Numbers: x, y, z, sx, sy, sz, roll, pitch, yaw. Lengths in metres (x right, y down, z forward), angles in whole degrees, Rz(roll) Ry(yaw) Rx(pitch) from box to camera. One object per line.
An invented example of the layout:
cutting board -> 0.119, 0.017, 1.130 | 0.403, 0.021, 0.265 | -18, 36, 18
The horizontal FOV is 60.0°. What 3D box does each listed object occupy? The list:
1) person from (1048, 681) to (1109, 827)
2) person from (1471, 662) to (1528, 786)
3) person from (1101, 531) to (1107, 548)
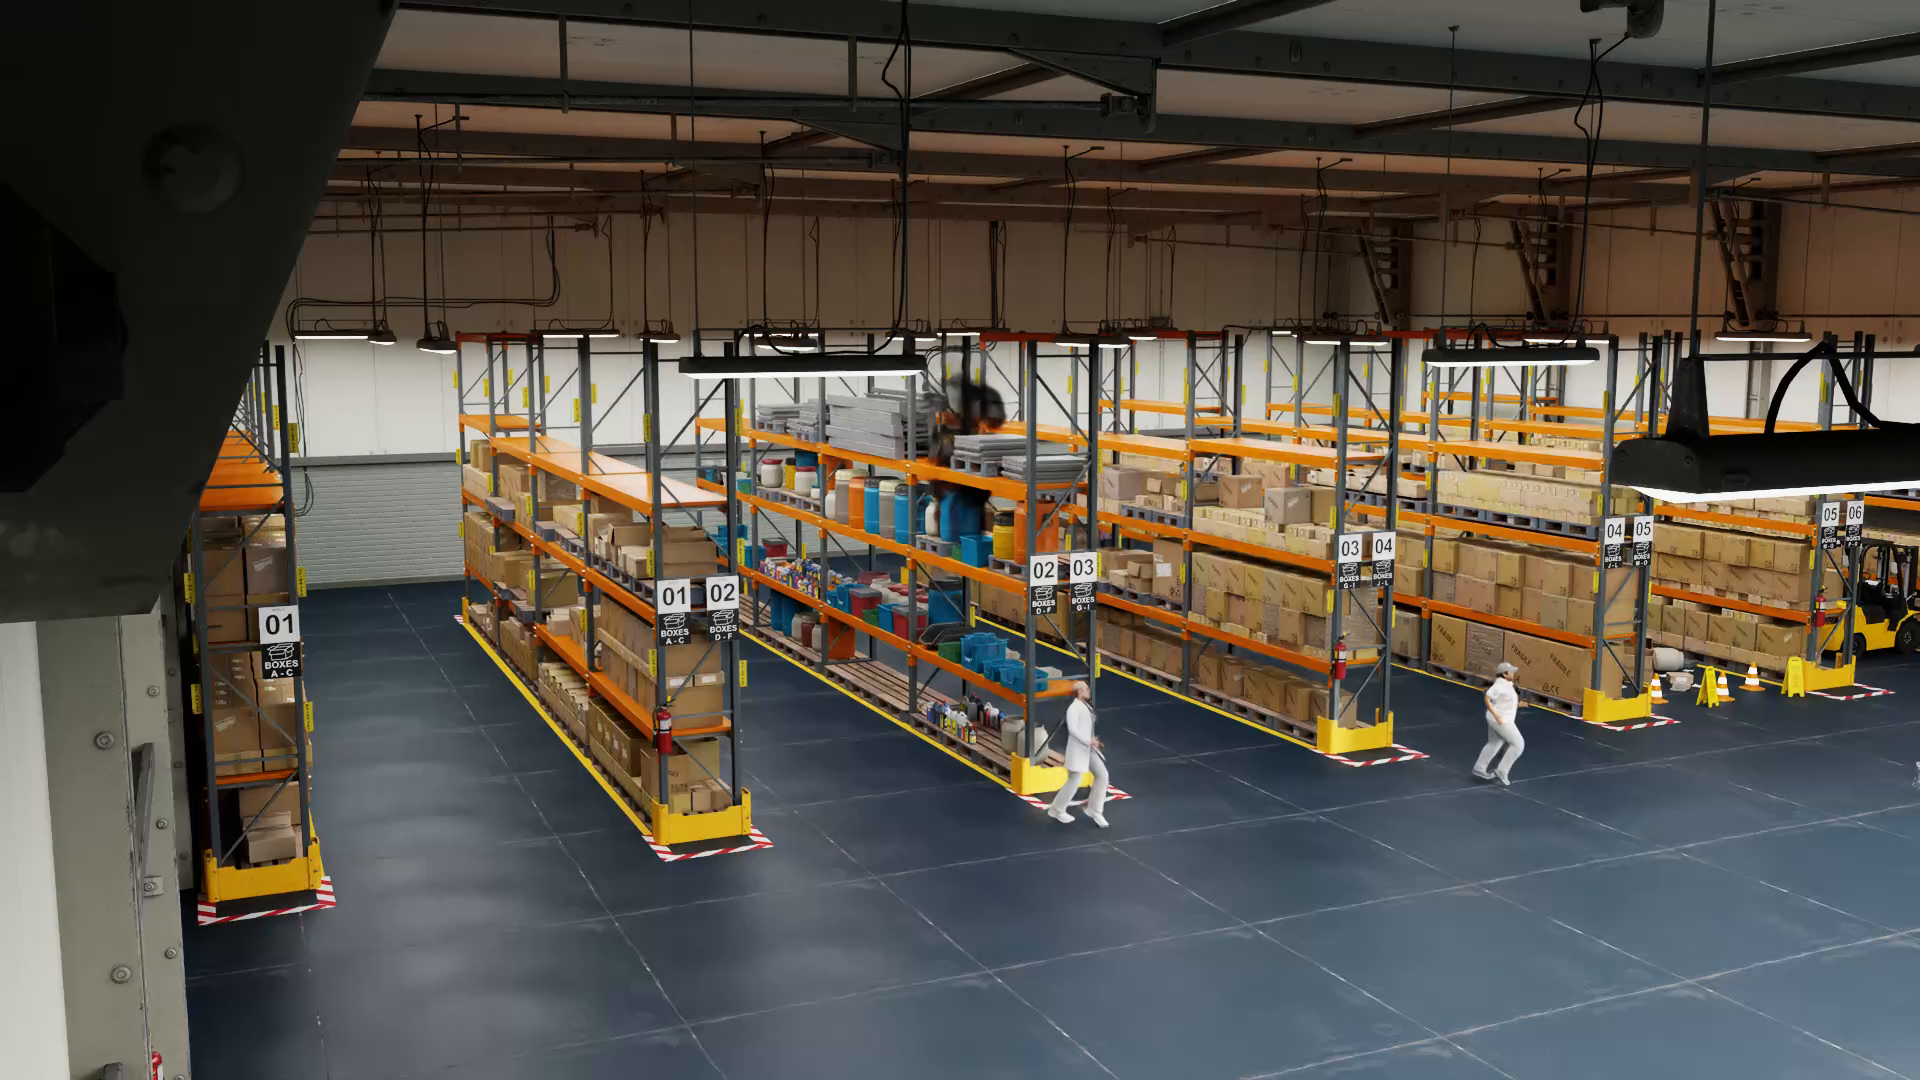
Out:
person -> 1.548, 2.664, 20.855 | 0.777, 1.790, 0.764 | 4, 9, 25
person -> 7.339, 2.486, 22.579 | 0.699, 1.694, 0.586 | 2, 8, 14
person -> 3.492, -0.088, 42.069 | 1.011, 1.468, 0.606 | 1, 8, 9
